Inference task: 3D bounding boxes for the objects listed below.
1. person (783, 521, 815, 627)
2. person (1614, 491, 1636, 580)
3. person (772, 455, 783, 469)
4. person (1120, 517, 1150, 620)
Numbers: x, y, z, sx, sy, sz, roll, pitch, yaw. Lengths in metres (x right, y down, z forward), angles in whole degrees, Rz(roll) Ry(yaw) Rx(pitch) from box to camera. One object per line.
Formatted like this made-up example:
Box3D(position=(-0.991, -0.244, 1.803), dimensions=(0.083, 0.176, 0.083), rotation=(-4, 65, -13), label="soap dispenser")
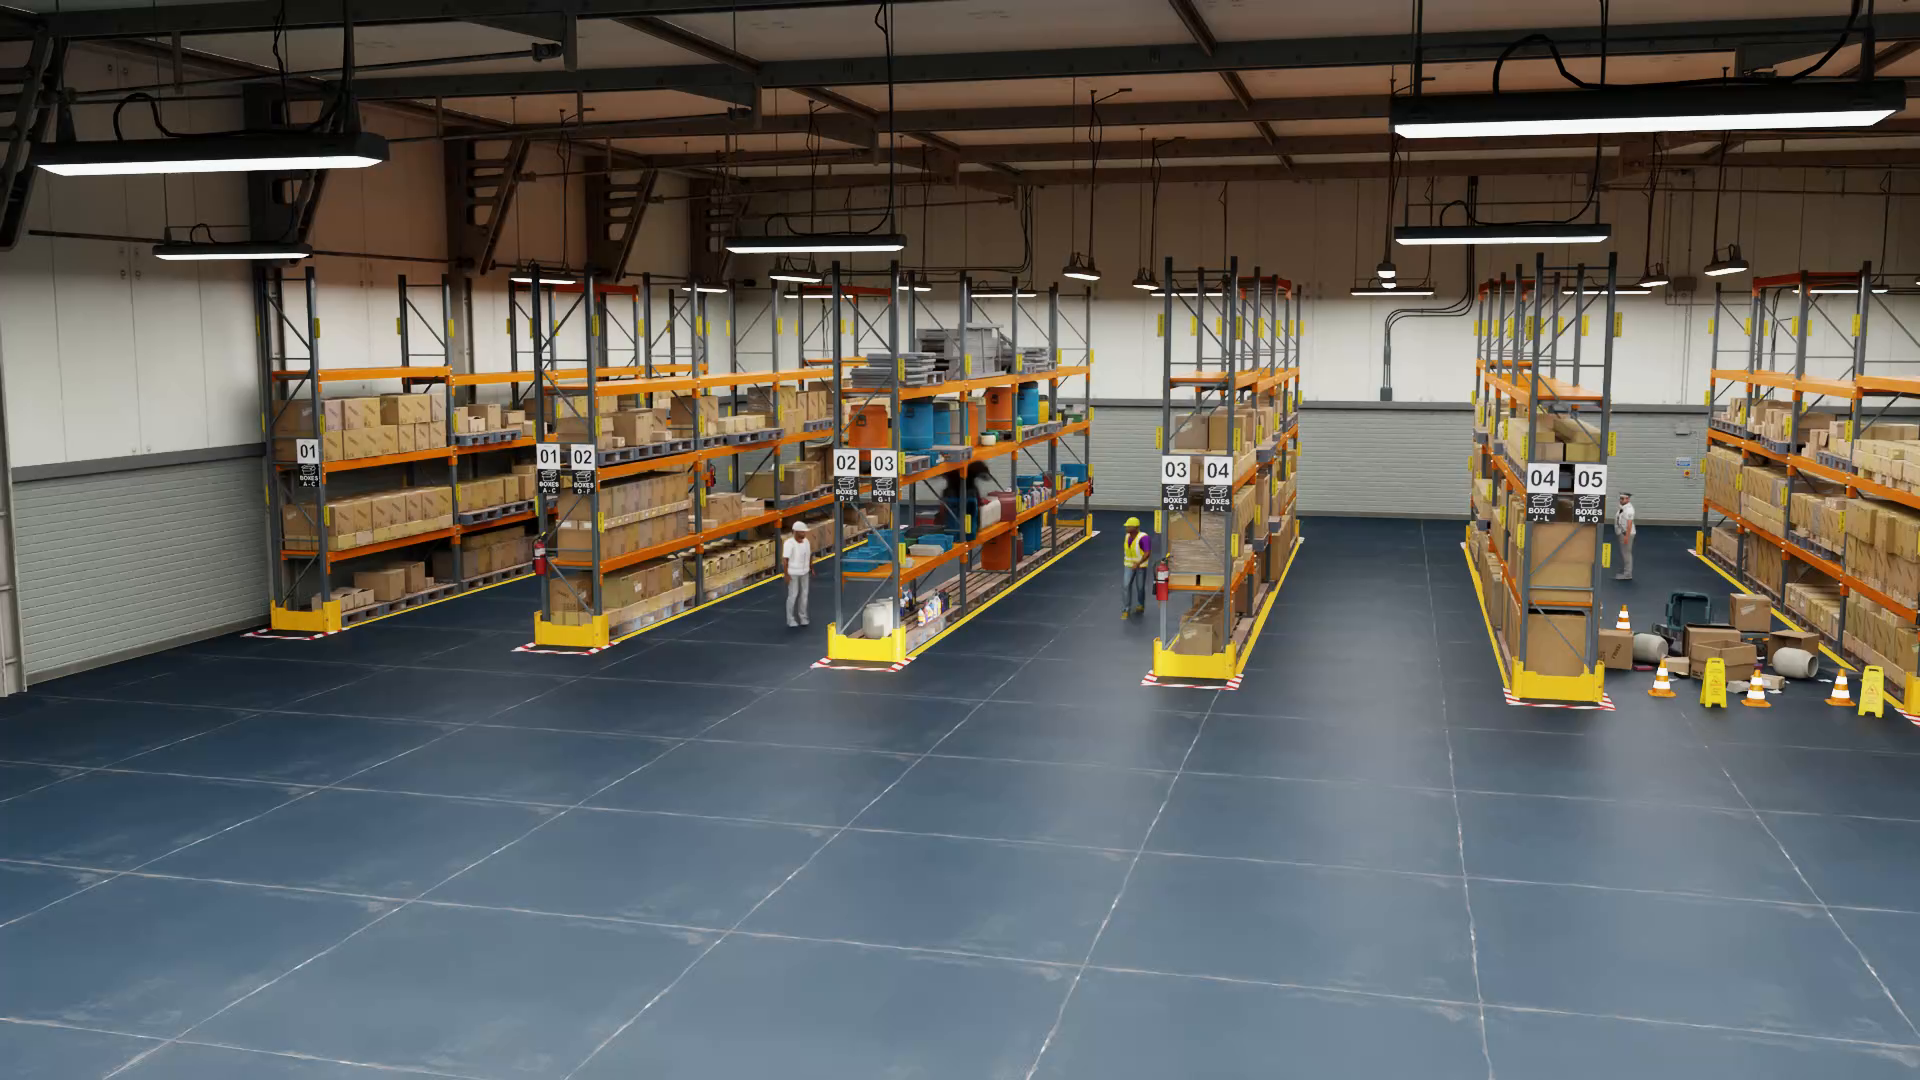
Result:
Box3D(position=(-2.724, 0.569, 28.083), dimensions=(0.420, 1.781, 0.602), rotation=(7, 10, 42), label="person")
Box3D(position=(13.336, -0.099, 33.354), dimensions=(0.406, 1.765, 0.583), rotation=(3, 8, 21), label="person")
Box3D(position=(-4.758, -1.430, 44.162), dimensions=(0.497, 1.702, 0.476), rotation=(4, 8, 27), label="person")
Box3D(position=(3.091, 0.485, 29.076), dimensions=(0.509, 1.763, 0.953), rotation=(2, 8, 18), label="person")
